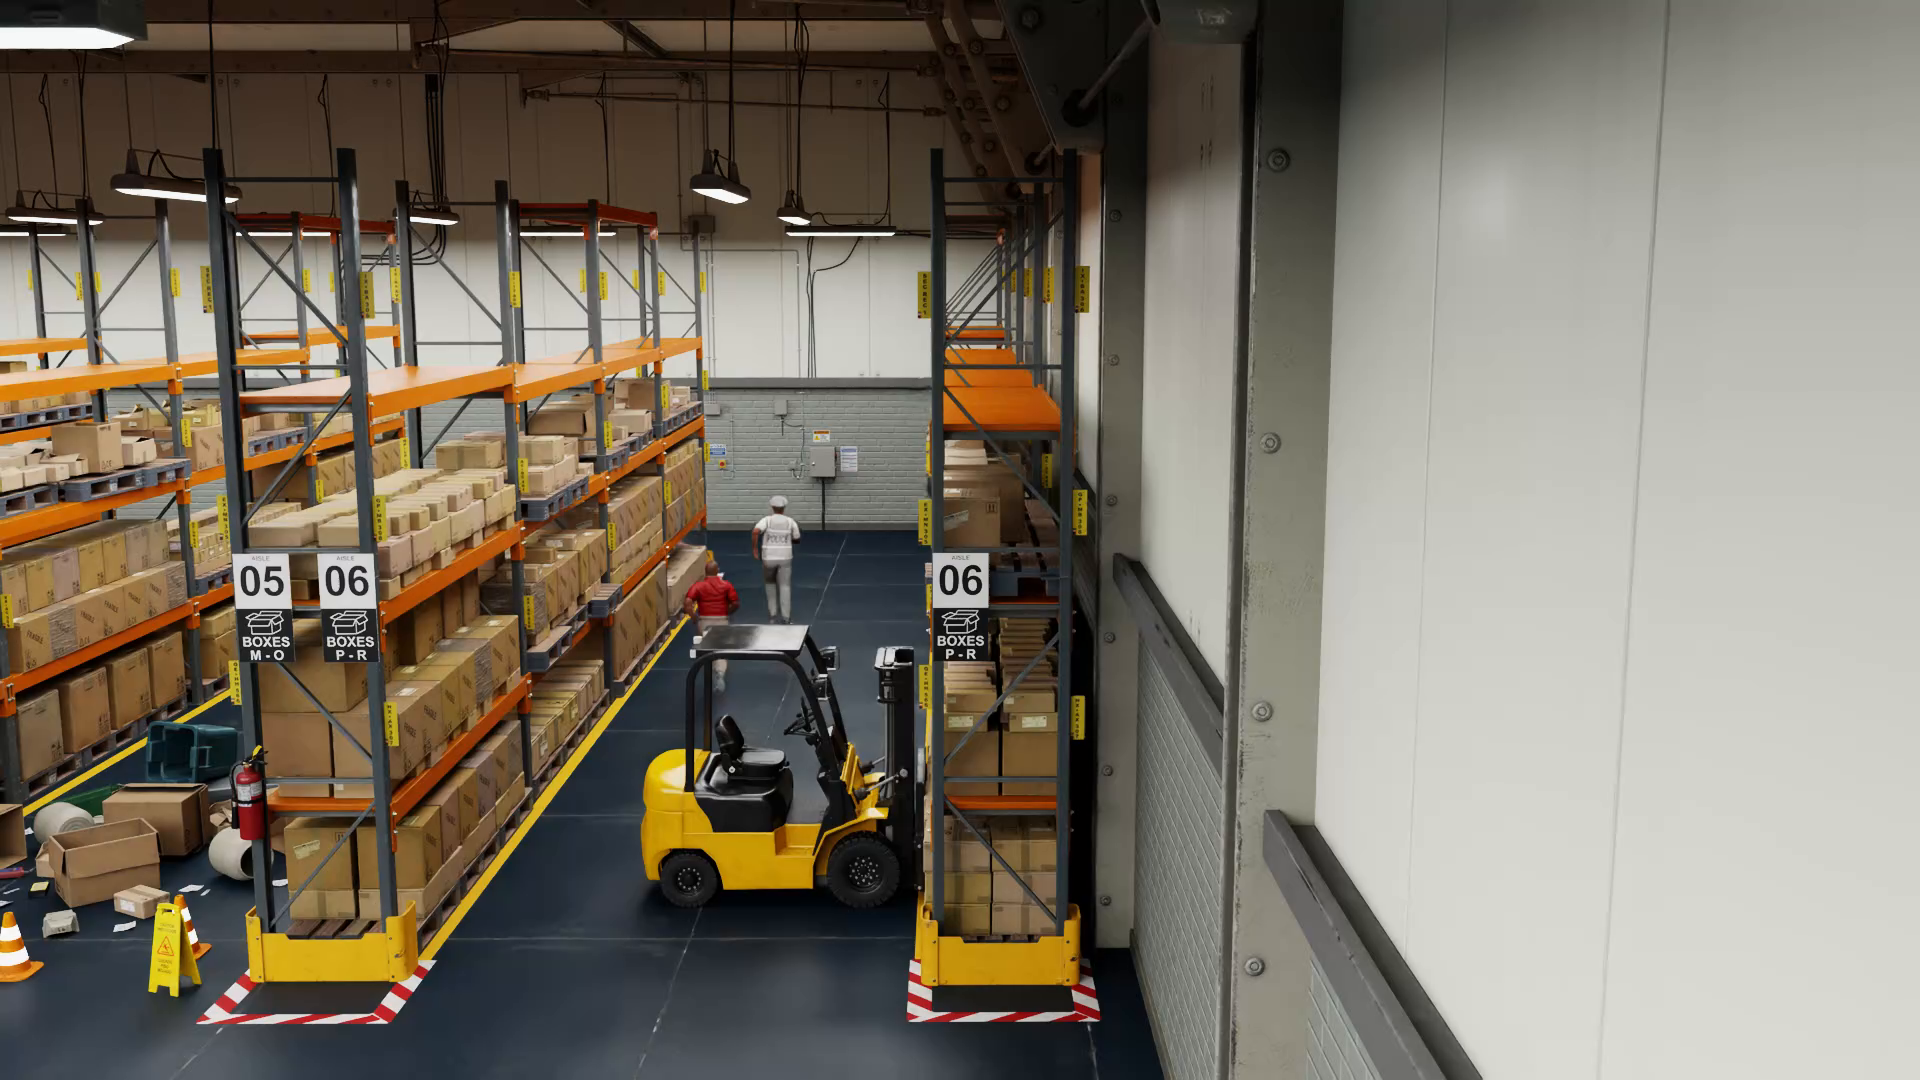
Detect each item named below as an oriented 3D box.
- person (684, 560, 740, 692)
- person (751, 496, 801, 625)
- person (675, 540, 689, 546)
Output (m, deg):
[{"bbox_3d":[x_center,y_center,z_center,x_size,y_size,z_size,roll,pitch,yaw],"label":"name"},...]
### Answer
[{"bbox_3d":[-3.025,1.032,20.345,0.672,1.577,0.896,-1,9,-7],"label":"person"},{"bbox_3d":[-2.555,0.340,23.186,0.673,1.905,0.863,-1,9,-4],"label":"person"},{"bbox_3d":[-4.849,-0.317,29.151,0.743,1.641,0.531,3,10,21],"label":"person"}]
